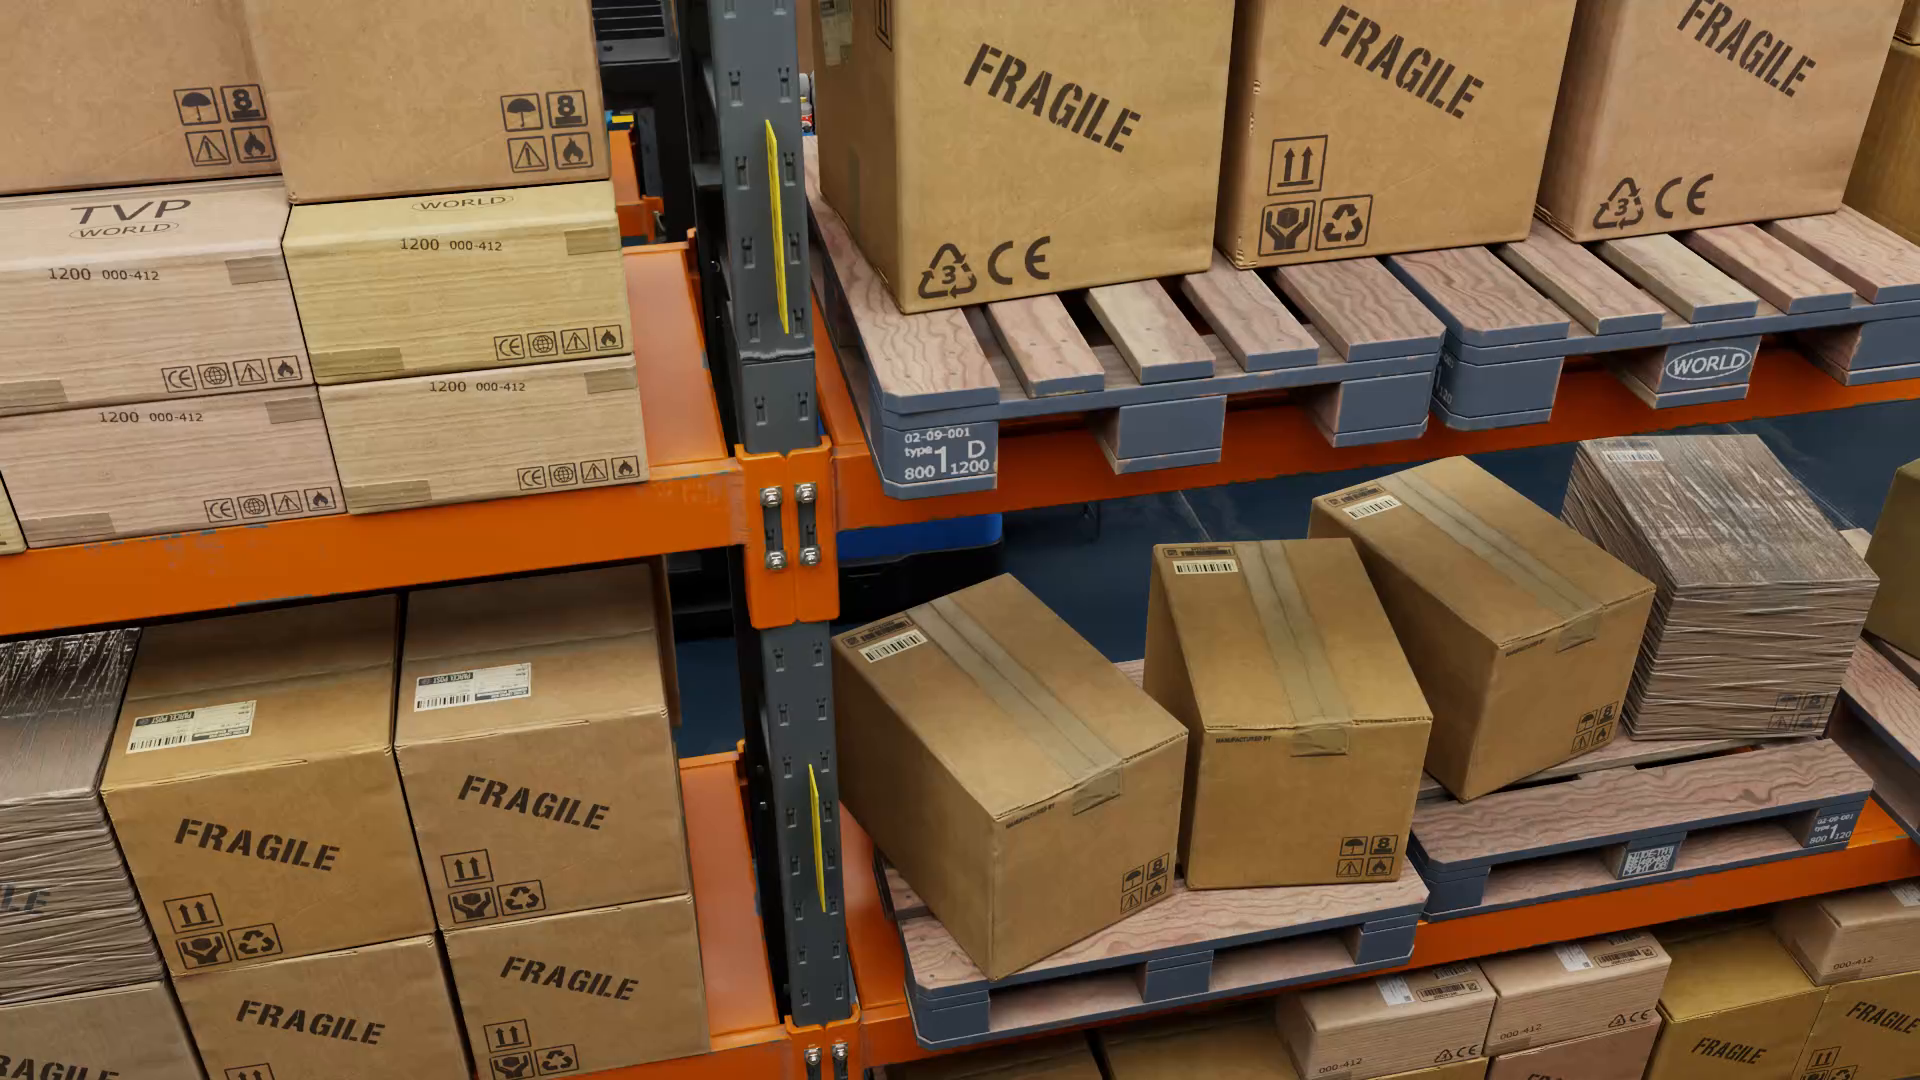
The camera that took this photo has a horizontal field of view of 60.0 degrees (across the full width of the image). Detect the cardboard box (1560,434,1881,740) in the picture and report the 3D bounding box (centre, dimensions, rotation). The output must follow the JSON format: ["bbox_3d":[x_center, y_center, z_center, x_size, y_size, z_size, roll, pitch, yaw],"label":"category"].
[{"bbox_3d":[1.961,0.112,4.425,0.500,0.500,0.700,-1,34,-2],"label":"cardboard box"}]

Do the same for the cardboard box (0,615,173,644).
[{"bbox_3d":[-1.944,0.247,3.703,0.500,0.500,0.500,-8,35,-12],"label":"cardboard box"}]

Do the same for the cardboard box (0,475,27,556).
[{"bbox_3d":[-1.809,-0.185,2.776,0.500,0.250,0.500,-7,35,-11],"label":"cardboard box"}]

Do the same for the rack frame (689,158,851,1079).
[{"bbox_3d":[-0.417,0.672,4.056,0.127,3.000,1.000,-7,35,-11],"label":"rack frame"}]

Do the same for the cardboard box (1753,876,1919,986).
[{"bbox_3d":[2.570,0.976,4.779,0.500,0.250,0.500,-6,34,-9],"label":"cardboard box"}]

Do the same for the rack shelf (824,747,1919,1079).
[{"bbox_3d":[1.533,0.725,4.623,4.000,0.370,1.077,-7,35,-11],"label":"rack shelf"}]

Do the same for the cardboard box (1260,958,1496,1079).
[{"bbox_3d":[1.084,1.166,4.496,0.500,0.250,0.500,-7,35,-10],"label":"cardboard box"}]

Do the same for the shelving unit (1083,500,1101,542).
[{"bbox_3d":[0.378,-0.532,7.465,0.503,1.200,0.258,-6,34,-9],"label":"shelving unit"}]

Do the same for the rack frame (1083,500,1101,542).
[{"bbox_3d":[0.618,-0.557,7.503,0.015,1.200,0.240,-6,34,-9],"label":"rack frame"}]

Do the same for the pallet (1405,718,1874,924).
[{"bbox_3d":[1.588,0.502,4.482,1.213,0.211,1.003,-7,35,-11],"label":"pallet"}]

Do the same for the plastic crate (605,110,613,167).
[{"bbox_3d":[-1.887,-1.796,7.695,0.575,0.384,0.392,-7,35,-11],"label":"plastic crate"}]

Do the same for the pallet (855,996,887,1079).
[{"bbox_3d":[0.368,1.710,5.013,1.213,0.211,1.003,-7,35,-11],"label":"pallet"}]

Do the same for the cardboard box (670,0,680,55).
[{"bbox_3d":[-1.979,-4.094,12.689,0.875,0.875,1.225,-7,35,-10],"label":"cardboard box"}]

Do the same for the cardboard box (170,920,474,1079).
[{"bbox_3d":[-1.351,0.896,3.633,0.500,0.500,0.500,-6,34,-9],"label":"cardboard box"}]

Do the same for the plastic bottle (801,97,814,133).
[{"bbox_3d":[-0.791,-2.141,8.427,0.097,0.201,0.097,0,34,0],"label":"plastic bottle"}]

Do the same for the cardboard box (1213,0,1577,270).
[{"bbox_3d":[0.737,-0.947,3.221,0.600,0.600,0.600,-8,35,-11],"label":"cardboard box"}]

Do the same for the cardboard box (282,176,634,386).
[{"bbox_3d":[-0.832,-0.511,2.814,0.500,0.250,0.500,-7,35,-11],"label":"cardboard box"}]

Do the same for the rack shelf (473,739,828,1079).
[{"bbox_3d":[-2.368,1.217,3.890,4.000,0.370,1.077,-7,35,-11],"label":"rack shelf"}]

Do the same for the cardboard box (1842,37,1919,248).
[{"bbox_3d":[2.061,-0.908,3.629,0.500,0.500,0.910,-7,35,-11],"label":"cardboard box"}]

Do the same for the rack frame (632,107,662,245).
[{"bbox_3d":[-1.506,-2.020,8.069,0.127,3.000,1.000,-7,35,-11],"label":"rack frame"}]

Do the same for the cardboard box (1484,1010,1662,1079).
[{"bbox_3d":[1.608,1.410,4.806,0.500,0.500,0.500,-8,35,-12],"label":"cardboard box"}]

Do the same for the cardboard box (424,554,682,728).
[{"bbox_3d":[-0.939,0.121,3.891,0.500,0.500,0.500,-6,34,-9],"label":"cardboard box"}]

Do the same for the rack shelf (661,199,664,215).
[{"bbox_3d":[0.444,-1.967,8.635,4.000,0.370,1.077,-7,35,-11],"label":"rack shelf"}]

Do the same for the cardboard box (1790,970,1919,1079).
[{"bbox_3d":[2.624,1.278,5.001,0.500,0.500,0.500,-6,34,-9],"label":"cardboard box"}]

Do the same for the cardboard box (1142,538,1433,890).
[{"bbox_3d":[0.751,0.401,3.994,0.500,0.500,0.700,-2,34,-3],"label":"cardboard box"}]

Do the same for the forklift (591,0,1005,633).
[{"bbox_3d":[-1.373,-1.072,6.717,3.031,2.935,1.130,-6,34,-9],"label":"forklift"}]

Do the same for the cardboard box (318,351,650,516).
[{"bbox_3d":[-0.833,-0.307,2.958,0.500,0.250,0.500,-7,35,-11],"label":"cardboard box"}]

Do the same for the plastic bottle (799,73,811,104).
[{"bbox_3d":[-0.837,-2.238,8.504,0.135,0.276,0.152,-7,35,-11],"label":"plastic bottle"}]

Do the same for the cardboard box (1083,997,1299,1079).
[{"bbox_3d":[0.626,1.529,4.628,0.500,0.500,0.500,-7,34,-10],"label":"cardboard box"}]

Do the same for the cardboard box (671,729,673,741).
[{"bbox_3d":[-0.975,0.545,4.156,0.500,0.500,0.500,-6,34,-9],"label":"cardboard box"}]

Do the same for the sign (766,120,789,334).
[{"bbox_3d":[-0.290,-0.494,2.638,0.005,0.325,0.100,-7,35,-11],"label":"sign"}]

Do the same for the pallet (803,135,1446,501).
[{"bbox_3d":[0.234,-0.537,3.335,1.003,0.211,1.213,-7,35,-11],"label":"pallet"}]

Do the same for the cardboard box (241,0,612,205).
[{"bbox_3d":[-0.883,-0.949,2.794,0.500,0.500,0.700,-7,35,-11],"label":"cardboard box"}]

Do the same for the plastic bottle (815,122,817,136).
[{"bbox_3d":[-0.614,-1.864,7.946,0.135,0.276,0.152,-7,35,-11],"label":"plastic bottle"}]

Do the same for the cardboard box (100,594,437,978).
[{"bbox_3d":[-1.353,0.483,3.351,0.500,0.500,0.500,-8,35,-11],"label":"cardboard box"}]
